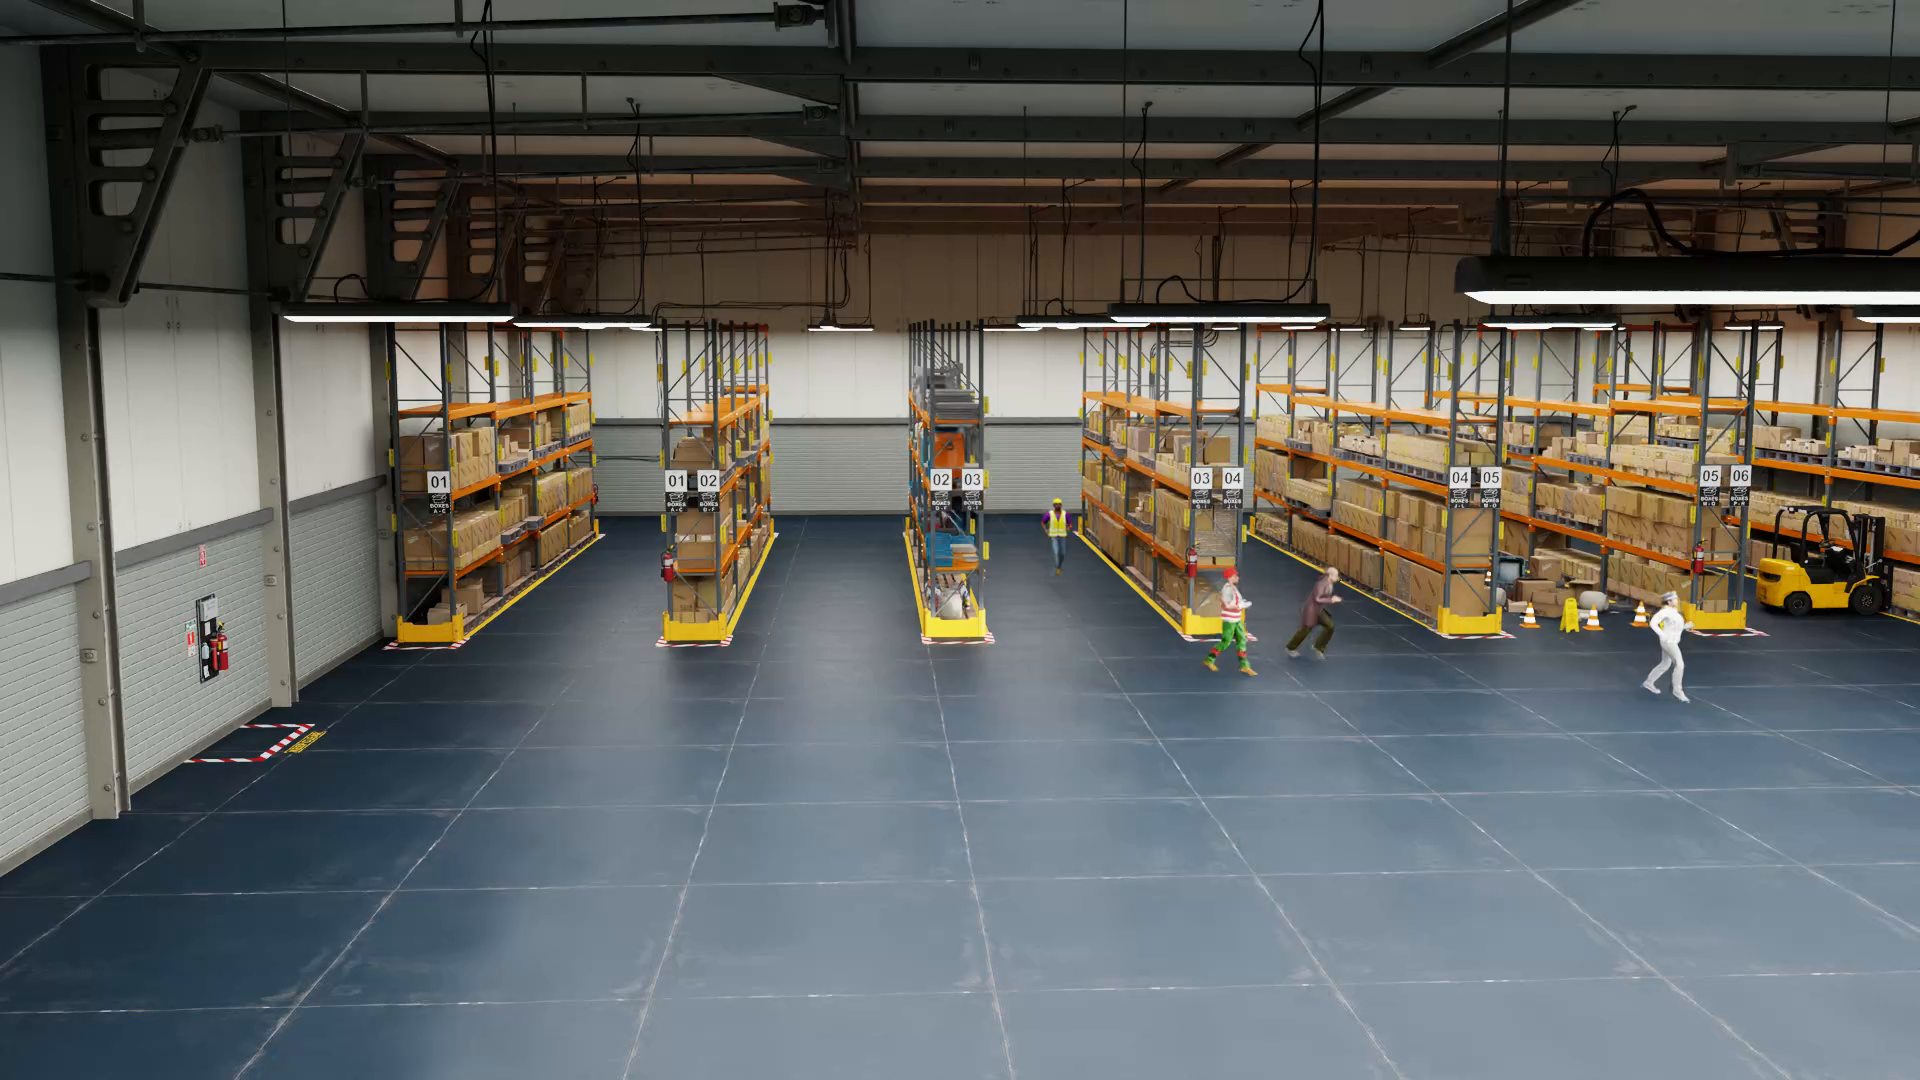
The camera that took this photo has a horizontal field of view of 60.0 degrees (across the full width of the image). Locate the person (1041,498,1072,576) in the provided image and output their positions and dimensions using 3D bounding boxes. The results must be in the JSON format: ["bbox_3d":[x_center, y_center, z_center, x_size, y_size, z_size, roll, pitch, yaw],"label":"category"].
[{"bbox_3d":[2.204,-0.071,37.677,0.712,1.747,0.731,-1,7,-7],"label":"person"}]

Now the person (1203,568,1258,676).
[{"bbox_3d":[4.544,1.369,27.908,0.920,1.809,0.648,3,8,25],"label":"person"}]

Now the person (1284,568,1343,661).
[{"bbox_3d":[6.248,1.360,29.311,1.069,1.600,0.745,5,8,33],"label":"person"}]

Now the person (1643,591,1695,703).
[{"bbox_3d":[11.158,1.655,26.158,0.707,1.740,0.598,5,9,34],"label":"person"}]

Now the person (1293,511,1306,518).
[{"bbox_3d":[9.809,-1.133,49.140,0.629,1.613,0.869,-6,10,-42],"label":"person"}]
